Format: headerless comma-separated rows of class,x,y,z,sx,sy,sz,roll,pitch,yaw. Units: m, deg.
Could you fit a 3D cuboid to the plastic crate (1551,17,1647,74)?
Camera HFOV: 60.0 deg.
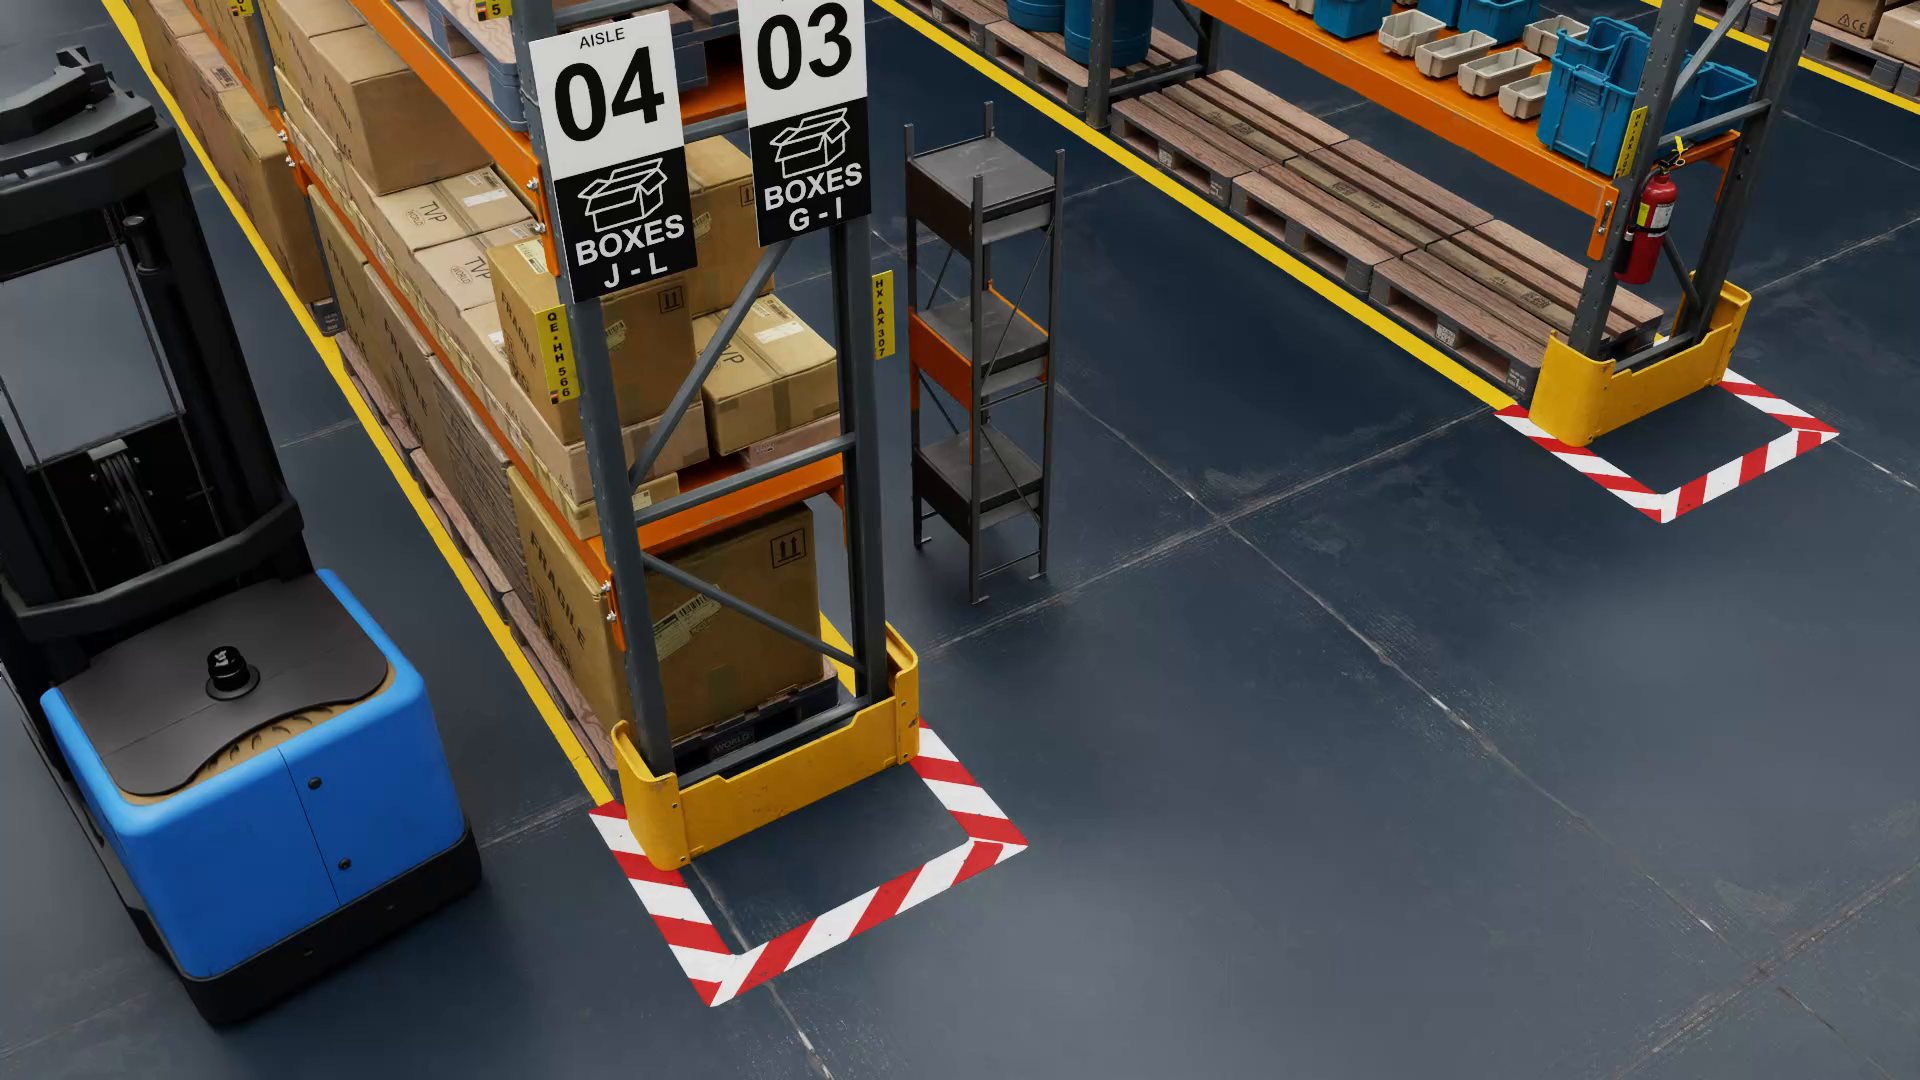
plastic crate,3.231,-2.462,8.446,0.416,0.233,0.300,-22,45,-24

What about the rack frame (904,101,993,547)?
rack frame,-0.042,-0.849,7.129,0.400,2.100,0.015,-22,45,-24

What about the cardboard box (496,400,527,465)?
cardboard box,-1.481,-0.456,6.150,0.380,0.149,0.250,-22,45,-24

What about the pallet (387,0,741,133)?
pallet,-1.144,-1.712,5.187,1.003,0.211,1.213,-22,45,-24

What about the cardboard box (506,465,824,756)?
cardboard box,-1.148,0.140,6.570,0.875,0.875,0.875,-22,45,-24

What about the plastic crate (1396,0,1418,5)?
plastic crate,2.479,-3.146,9.342,0.293,0.136,0.466,-22,45,-24

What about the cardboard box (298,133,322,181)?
cardboard box,-2.867,-1.843,7.815,0.380,0.149,0.250,-24,45,-26

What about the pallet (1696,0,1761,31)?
pallet,5.836,-4.321,12.771,1.003,0.211,1.213,-22,45,-24

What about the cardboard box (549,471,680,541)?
cardboard box,-1.205,-0.179,5.818,0.380,0.149,0.250,-21,44,-24

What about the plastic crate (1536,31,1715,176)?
plastic crate,3.102,-2.055,7.798,0.616,0.435,0.499,-22,45,-24

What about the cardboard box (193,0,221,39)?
cardboard box,-3.916,-3.102,9.051,0.500,0.500,0.500,-23,45,-25

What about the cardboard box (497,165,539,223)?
cardboard box,-1.604,-1.436,7.015,0.500,0.250,0.500,-23,45,-25

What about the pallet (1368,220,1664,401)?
pallet,3.029,-1.289,9.132,1.003,0.211,1.213,-22,45,-24

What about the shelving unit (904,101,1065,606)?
shelving unit,0.089,-0.717,6.971,0.431,2.100,0.503,-22,45,-24

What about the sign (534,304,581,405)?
sign,-1.201,-0.553,4.982,0.100,0.325,0.005,-22,45,-24

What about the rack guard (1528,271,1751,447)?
rack guard,3.464,-0.933,8.479,1.175,0.500,0.348,-22,45,-24

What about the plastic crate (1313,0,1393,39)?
plastic crate,2.119,-2.881,8.948,0.416,0.233,0.300,-22,45,-24

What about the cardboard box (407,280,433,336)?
cardboard box,-2.027,-1.004,6.808,0.380,0.149,0.250,-21,44,-24

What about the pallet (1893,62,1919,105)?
pallet,7.148,-3.004,11.191,1.003,0.211,1.213,-22,45,-24

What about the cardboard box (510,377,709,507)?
cardboard box,-1.220,-0.424,5.800,0.500,0.250,0.500,-23,45,-25

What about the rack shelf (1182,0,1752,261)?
rack shelf,2.364,-2.705,9.215,1.077,0.370,4.000,-22,45,-24

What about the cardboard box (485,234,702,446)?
cardboard box,-1.220,-0.714,5.563,0.500,0.500,0.500,-22,44,-24

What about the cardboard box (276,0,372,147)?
cardboard box,-2.587,-2.086,7.209,0.500,0.500,0.500,-22,45,-24

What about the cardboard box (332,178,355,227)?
cardboard box,-2.582,-1.560,7.475,0.380,0.149,0.250,-23,45,-26

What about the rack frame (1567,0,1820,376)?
rack frame,3.440,-1.902,7.689,1.000,3.000,0.127,-22,45,-24

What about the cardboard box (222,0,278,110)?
cardboard box,-3.369,-2.553,8.392,0.500,0.500,0.500,-22,45,-24

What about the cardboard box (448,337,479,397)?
cardboard box,-1.756,-0.730,6.479,0.380,0.149,0.250,-23,45,-25

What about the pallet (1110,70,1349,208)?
pallet,1.717,-2.606,10.712,1.003,0.211,1.213,-22,45,-24

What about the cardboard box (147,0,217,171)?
cardboard box,-4.211,-2.997,10.335,1.225,0.875,0.875,-22,45,-24

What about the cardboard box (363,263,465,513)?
cardboard box,-2.116,-0.831,7.736,0.875,0.875,0.875,-22,45,-24

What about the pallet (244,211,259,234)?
pallet,-4.025,-2.334,10.386,1.003,0.211,1.213,-22,45,-24

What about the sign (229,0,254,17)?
sign,-3.339,-2.578,7.658,0.100,0.325,0.005,-22,45,-24

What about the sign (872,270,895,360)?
sign,-0.265,-0.748,5.566,0.100,0.325,0.005,-22,45,-24

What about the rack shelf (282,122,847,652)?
rack shelf,-1.812,-1.000,7.169,1.077,0.370,4.000,-22,45,-24

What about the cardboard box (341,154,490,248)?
cardboard box,-2.309,-1.521,7.117,0.500,0.250,0.500,-21,44,-23

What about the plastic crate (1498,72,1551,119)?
plastic crate,2.849,-2.201,8.208,0.396,0.136,0.243,-22,45,-24

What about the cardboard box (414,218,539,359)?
cardboard box,-1.767,-0.972,6.459,0.500,0.250,0.500,-24,45,-26

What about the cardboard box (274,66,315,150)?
cardboard box,-2.855,-2.069,7.774,0.500,0.250,0.500,-23,45,-25

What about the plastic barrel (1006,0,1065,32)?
plastic barrel,0.630,-4.098,11.635,0.600,0.901,0.708,-22,45,-24

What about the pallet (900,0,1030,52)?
pallet,0.249,-4.079,12.481,1.003,0.211,1.213,-22,45,-24

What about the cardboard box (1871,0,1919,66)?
cardboard box,6.633,-3.449,11.350,0.500,0.250,0.500,-22,45,-24

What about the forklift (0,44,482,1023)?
forklift,-3.108,-0.354,5.885,1.130,2.935,3.031,-28,48,-30

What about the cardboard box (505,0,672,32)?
cardboard box,-1.061,-1.850,4.799,0.700,0.500,0.500,-25,46,-27

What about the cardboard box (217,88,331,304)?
cardboard box,-3.248,-2.040,9.186,1.225,0.875,0.875,-22,45,-24

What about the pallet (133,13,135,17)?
pallet,-5.457,-3.866,12.224,1.003,0.211,1.213,-22,45,-24

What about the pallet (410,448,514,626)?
pallet,-1.884,-0.188,7.811,1.003,0.211,1.213,-22,45,-24

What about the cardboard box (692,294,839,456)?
cardboard box,-0.767,-0.606,6.018,0.500,0.250,0.500,-23,45,-25

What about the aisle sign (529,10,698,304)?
aisle sign,-0.950,-1.054,4.640,0.394,0.787,0.004,-22,45,-24

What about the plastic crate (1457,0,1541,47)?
plastic crate,2.877,-2.818,8.872,0.416,0.233,0.300,-22,45,-24

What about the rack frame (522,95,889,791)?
rack frame,-0.736,-0.197,5.643,1.000,3.000,0.127,-22,45,-24

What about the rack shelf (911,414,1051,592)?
rack shelf,0.089,-0.169,7.427,0.431,0.518,0.480,-22,45,-24

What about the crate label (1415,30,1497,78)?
crate label,2.535,-2.505,8.572,0.396,0.136,0.243,-22,45,-24

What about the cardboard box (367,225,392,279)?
cardboard box,-2.311,-1.286,7.146,0.380,0.149,0.250,-22,44,-24
